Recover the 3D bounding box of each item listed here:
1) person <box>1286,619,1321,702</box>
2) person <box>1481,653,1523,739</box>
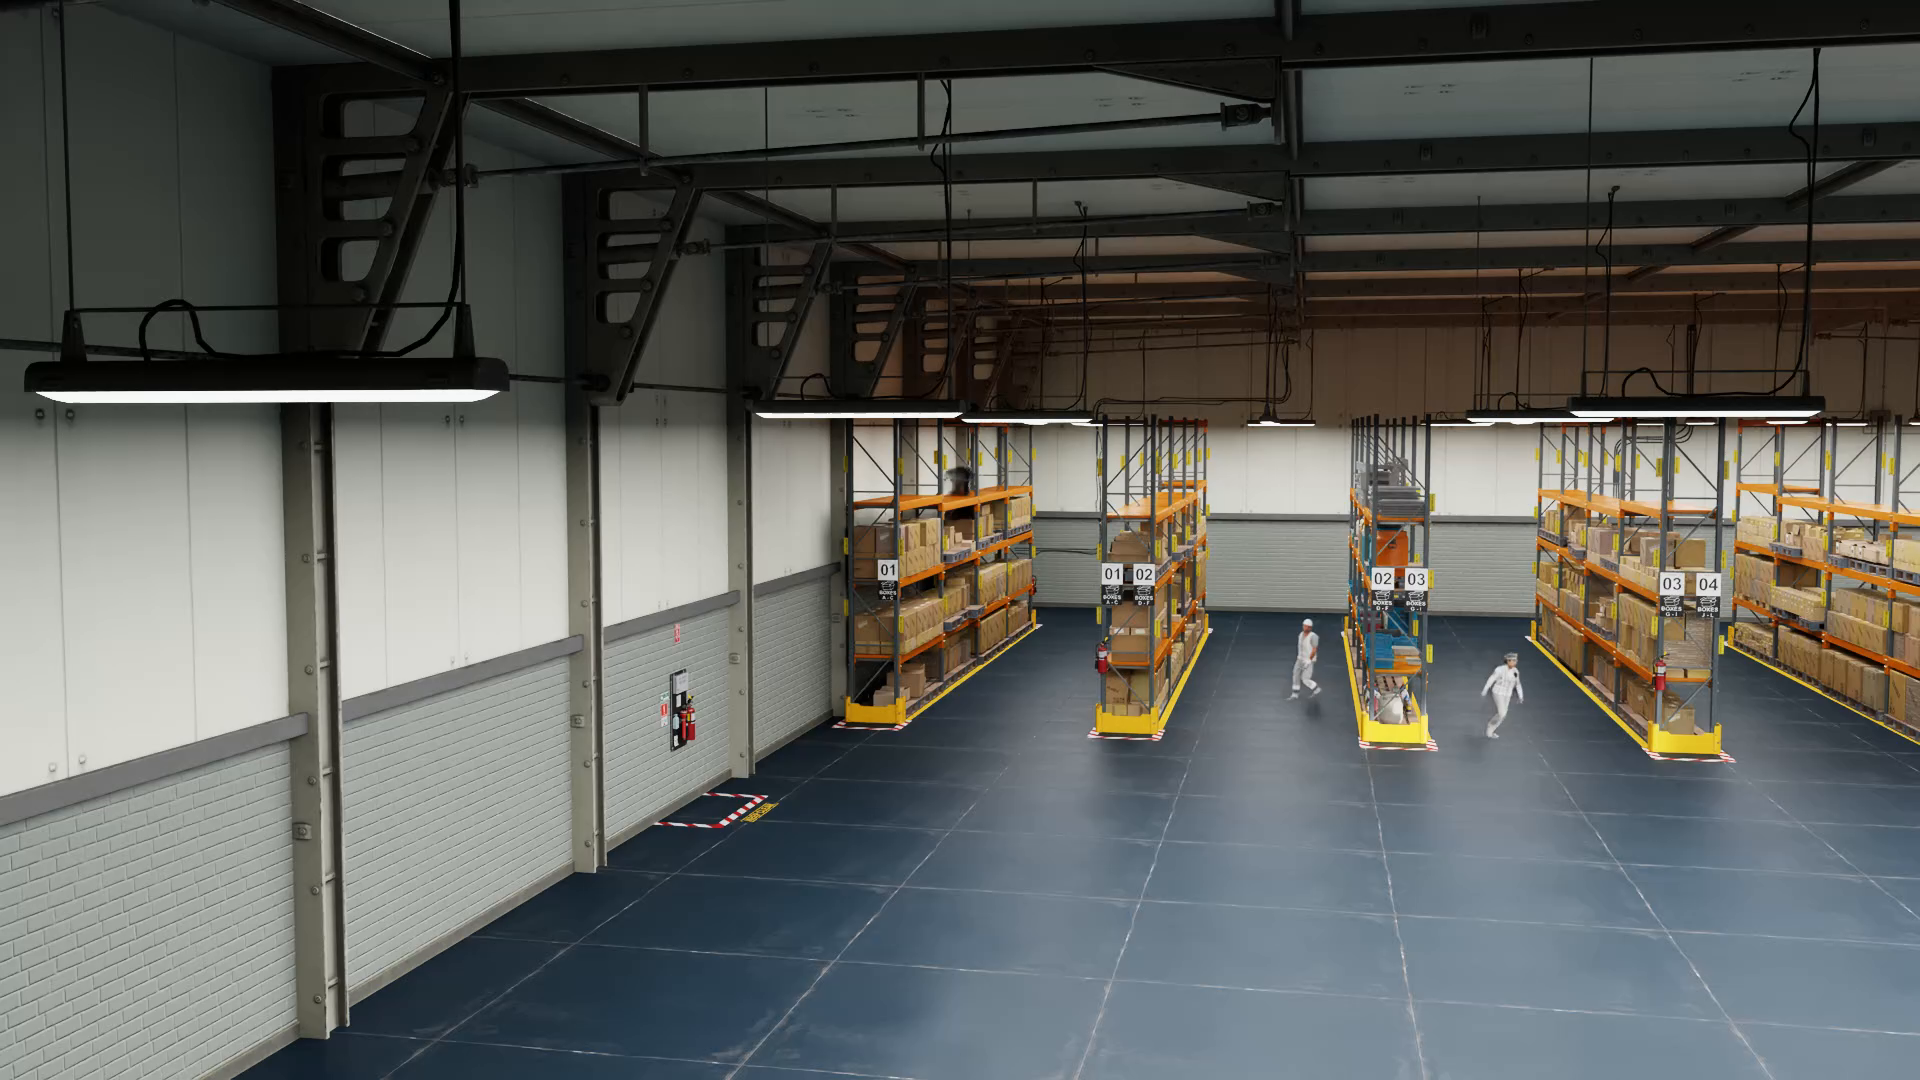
[{"bbox_3d":[7.233,2.525,34.802,0.540,1.767,0.661,-3,5,-38],"label":"person"},{"bbox_3d":[10.021,2.871,30.646,0.592,1.613,0.660,-1,4,-21],"label":"person"}]
